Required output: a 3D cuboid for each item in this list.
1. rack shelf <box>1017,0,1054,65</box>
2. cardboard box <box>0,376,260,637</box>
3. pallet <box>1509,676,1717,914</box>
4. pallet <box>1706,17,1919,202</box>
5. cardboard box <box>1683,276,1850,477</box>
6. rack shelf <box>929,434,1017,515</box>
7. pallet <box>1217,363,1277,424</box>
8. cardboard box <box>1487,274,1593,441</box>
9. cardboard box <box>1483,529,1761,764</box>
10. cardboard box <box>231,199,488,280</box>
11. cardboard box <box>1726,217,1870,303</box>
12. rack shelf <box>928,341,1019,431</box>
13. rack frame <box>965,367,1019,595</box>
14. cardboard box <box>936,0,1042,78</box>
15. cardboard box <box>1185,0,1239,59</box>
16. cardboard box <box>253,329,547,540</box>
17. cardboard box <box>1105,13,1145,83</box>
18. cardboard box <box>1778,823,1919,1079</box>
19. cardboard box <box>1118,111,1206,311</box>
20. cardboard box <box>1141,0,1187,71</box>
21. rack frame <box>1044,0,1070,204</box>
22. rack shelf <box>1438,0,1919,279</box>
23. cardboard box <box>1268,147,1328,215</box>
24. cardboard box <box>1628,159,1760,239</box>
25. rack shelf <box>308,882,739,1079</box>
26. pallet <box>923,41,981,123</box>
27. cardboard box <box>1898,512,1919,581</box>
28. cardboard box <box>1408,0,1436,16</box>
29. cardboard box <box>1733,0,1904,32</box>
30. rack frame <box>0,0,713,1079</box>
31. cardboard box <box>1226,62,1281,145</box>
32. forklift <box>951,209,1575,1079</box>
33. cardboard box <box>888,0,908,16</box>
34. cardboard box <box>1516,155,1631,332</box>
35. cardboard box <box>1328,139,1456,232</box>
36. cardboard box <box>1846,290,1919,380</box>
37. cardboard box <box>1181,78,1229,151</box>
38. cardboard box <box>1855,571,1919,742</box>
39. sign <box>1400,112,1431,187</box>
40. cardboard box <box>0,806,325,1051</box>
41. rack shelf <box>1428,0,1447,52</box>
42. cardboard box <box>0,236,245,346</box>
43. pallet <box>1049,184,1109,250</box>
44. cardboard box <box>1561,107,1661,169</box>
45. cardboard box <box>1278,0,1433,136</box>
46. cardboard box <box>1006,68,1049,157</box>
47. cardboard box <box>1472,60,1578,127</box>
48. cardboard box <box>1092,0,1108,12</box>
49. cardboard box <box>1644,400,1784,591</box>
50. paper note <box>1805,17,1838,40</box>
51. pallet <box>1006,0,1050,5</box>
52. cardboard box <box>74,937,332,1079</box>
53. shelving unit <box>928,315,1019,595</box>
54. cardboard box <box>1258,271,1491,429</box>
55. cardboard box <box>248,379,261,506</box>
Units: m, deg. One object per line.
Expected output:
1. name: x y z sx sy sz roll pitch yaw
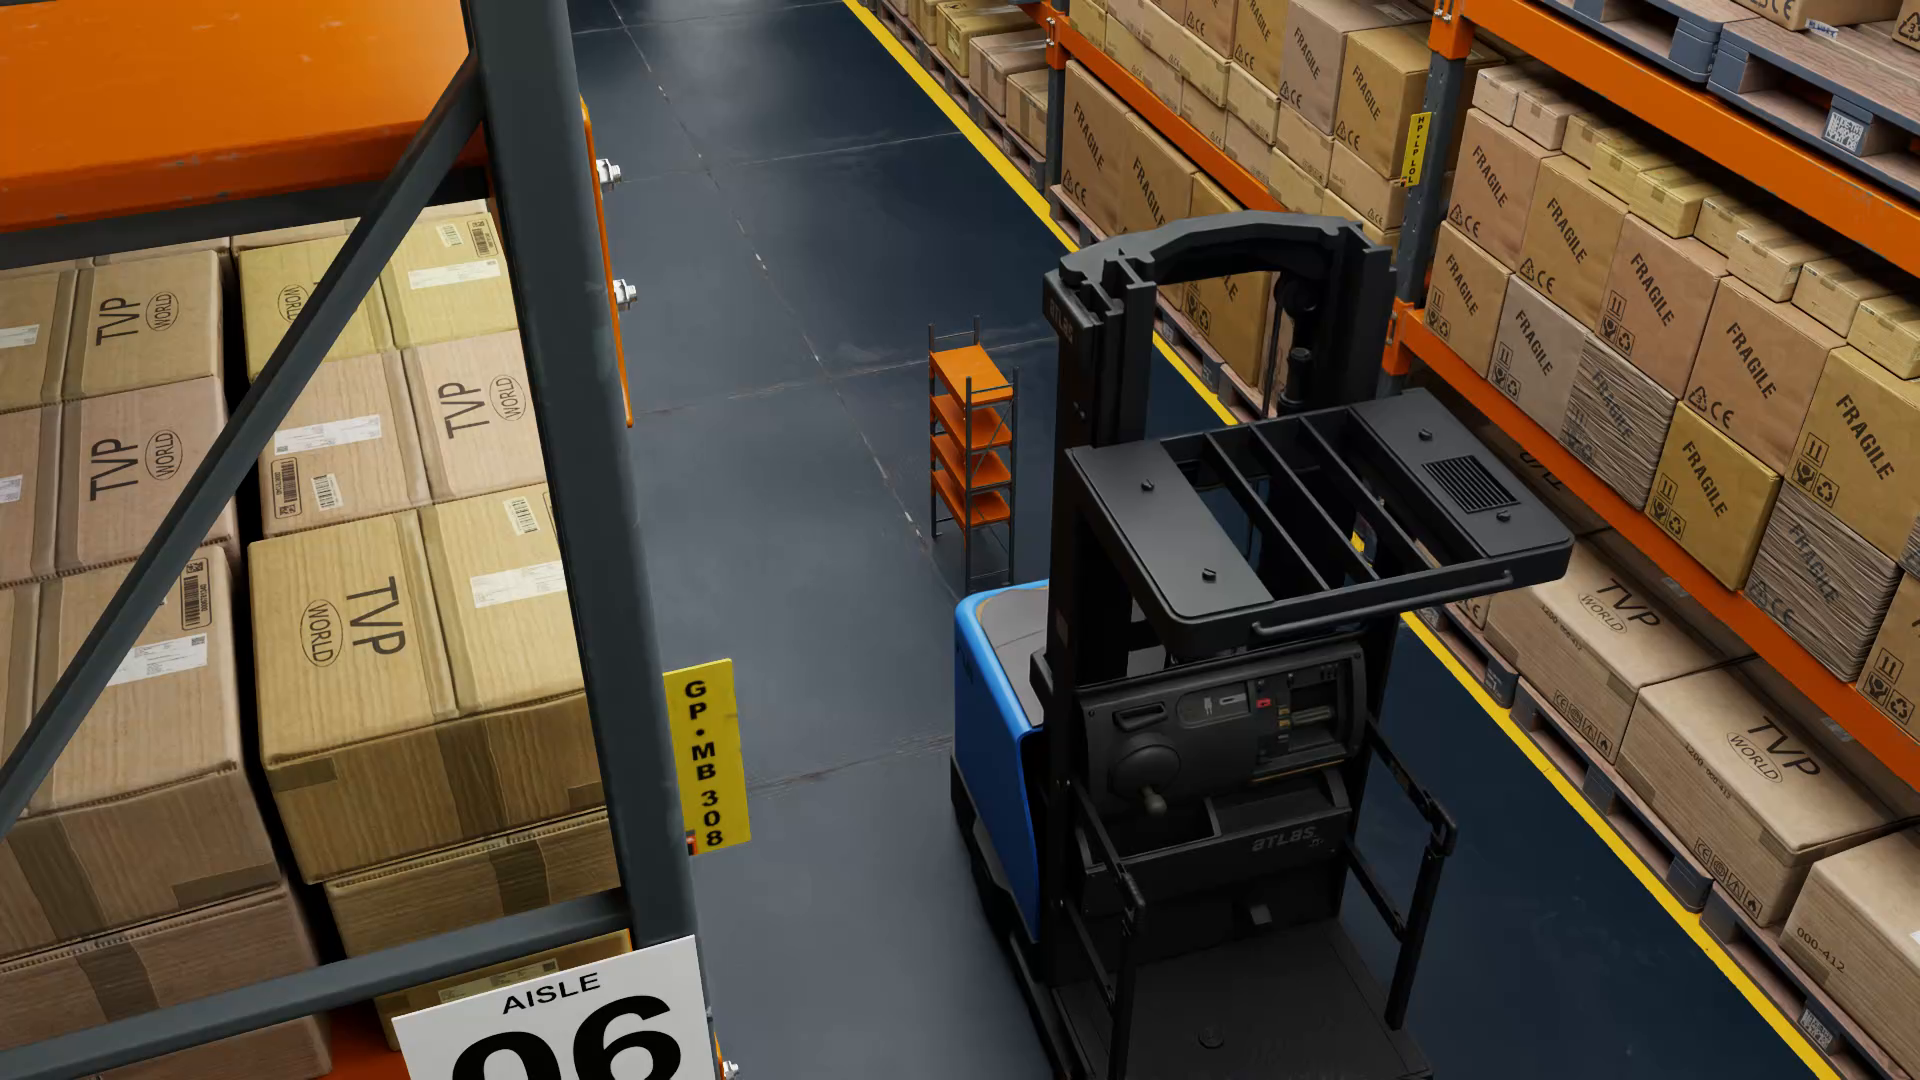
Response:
1. rack shelf: 0.377 -4.444 12.254 1.077 0.370 4.000 -12 39 -16
2. cardboard box: -1.435 0.004 2.720 0.500 0.250 0.500 -14 39 -17
3. pallet: 3.053 0.908 6.869 1.003 0.211 1.213 -12 39 -16
4. pallet: 3.129 -1.352 5.132 1.003 0.211 1.213 -12 39 -16
5. cardboard box: 2.883 -0.598 5.637 0.500 0.500 0.500 -13 39 -16
6. rack shelf: 0.057 -0.332 7.805 0.258 0.148 0.480 -12 39 -16
7. pallet: 2.105 -0.648 8.935 1.003 0.211 1.213 -12 39 -16
8. cardboard box: 2.526 -0.777 6.705 0.500 0.500 0.500 -12 39 -16
9. cardboard box: 2.865 0.397 7.011 0.875 0.438 0.875 -14 39 -17
10. cardboard box: -1.286 -0.670 3.614 0.500 0.250 0.500 -11 38 -15
11. cardboard box: 2.813 -0.944 5.556 0.380 0.149 0.250 -12 39 -16
12. rack shelf: 0.057 -0.700 7.528 0.258 0.148 0.480 -12 39 -16
13. rack frame: 0.141 -0.248 7.582 0.240 1.200 0.015 -12 39 -16
14. cardboard box: 0.363 -3.885 12.750 0.950 0.372 0.625 -11 38 -14
15. cardboard box: 1.519 -2.852 8.629 0.500 0.500 0.500 -12 39 -15
16. cardboard box: -0.916 -0.103 2.862 0.500 0.250 0.500 -13 39 -16
17. cardboard box: 1.190 -2.926 9.766 0.500 0.250 0.500 -14 39 -17
18. cardboard box: 3.497 1.422 5.650 0.875 0.438 0.875 -14 39 -17
19. cardboard box: 1.528 -2.008 9.840 0.875 0.875 0.875 -12 39 -15
20. cardboard box: 1.344 -2.827 9.219 0.500 0.250 0.500 -13 39 -16
21. rack frame: 1.065 -3.601 10.538 1.000 3.000 0.127 -12 39 -16
22. rack shelf: 3.130 -1.122 5.352 1.077 0.370 4.000 -12 39 -16
23. cardboard box: 1.876 -1.771 8.232 0.500 0.250 0.500 -13 39 -17
24. cardboard box: 2.629 -1.222 5.925 0.380 0.149 0.250 -14 39 -17
25. rack shelf: -1.530 -0.093 3.985 1.077 0.370 4.000 -12 39 -16
26. pallet: 0.381 -3.617 12.877 1.003 0.211 1.213 -12 39 -16
27. cardboard box: 3.221 -0.033 4.887 0.500 0.500 0.500 -12 39 -16
28. cardboard box: 2.359 -2.371 7.990 0.500 0.500 0.500 -13 39 -16
29. cardboard box: 2.936 -2.033 5.445 0.797 0.503 0.637 -10 38 -12
30. rack frame: -0.841 -0.448 1.366 1.000 3.000 0.127 -12 39 -16
31. cardboard box: 1.698 -2.252 8.456 0.500 0.250 0.500 -12 38 -15
32. forklift: 0.884 0.658 4.941 1.130 2.935 3.031 -11 38 -14
33. cardboard box: -0.129 -4.683 13.809 0.950 0.372 0.625 -12 39 -15
34. cardboard box: 2.546 -1.175 6.403 0.500 0.500 0.500 -13 39 -17
35. cardboard box: 2.061 -1.680 7.696 0.500 0.250 0.500 -12 39 -16
36. cardboard box: 3.016 -0.651 5.168 0.380 0.149 0.250 -12 38 -15
37. cardboard box: 1.538 -2.351 9.002 0.500 0.250 0.500 -12 39 -16
38. cardboard box: 3.245 0.374 5.177 0.500 0.500 0.500 -13 39 -17
39. sign: 1.935 -1.655 7.057 0.100 0.325 0.005 -12 39 -16
40. cardboard box: -1.250 0.496 2.483 0.500 0.250 0.500 -13 39 -17
41. rack shelf: 1.753 -3.382 8.352 1.077 0.370 4.000 -12 39 -16
42. cardboard box: -1.769 -0.573 3.487 0.500 0.250 0.500 -13 39 -16
43. pallet: 1.265 -2.026 10.765 1.003 0.211 1.213 -12 39 -16
44. cardboard box: 2.537 -1.531 6.336 0.380 0.149 0.250 -13 39 -17
45. cardboard box: 1.867 -2.272 7.859 0.500 0.500 0.500 -12 39 -15
46. cardboard box: 0.880 -3.041 11.629 0.950 0.372 0.625 -15 40 -19
47. cardboard box: 2.306 -1.808 6.704 0.380 0.149 0.250 -13 39 -17
48. cardboard box: 1.007 -3.404 9.985 0.500 0.250 0.500 -13 39 -16
49. cardboard box: 2.869 -0.204 5.944 0.500 0.500 0.500 -11 38 -15
50. paper note: 2.548 -1.515 4.923 0.006 0.032 0.123 -12 39 -16
51. pallet: 0.720 -3.905 11.101 1.213 0.211 1.003 -12 39 -16
52. cardboard box: -1.169 0.717 2.520 0.380 0.149 0.250 -11 38 -15
53. shelving unit: 0.057 -0.386 7.765 0.258 1.200 0.503 -12 39 -16
54. cardboard box: 2.153 -0.994 8.494 0.875 0.875 0.875 -11 38 -15
55. cardboard box: -1.605 -0.076 3.242 0.500 0.250 0.500 -13 39 -17
